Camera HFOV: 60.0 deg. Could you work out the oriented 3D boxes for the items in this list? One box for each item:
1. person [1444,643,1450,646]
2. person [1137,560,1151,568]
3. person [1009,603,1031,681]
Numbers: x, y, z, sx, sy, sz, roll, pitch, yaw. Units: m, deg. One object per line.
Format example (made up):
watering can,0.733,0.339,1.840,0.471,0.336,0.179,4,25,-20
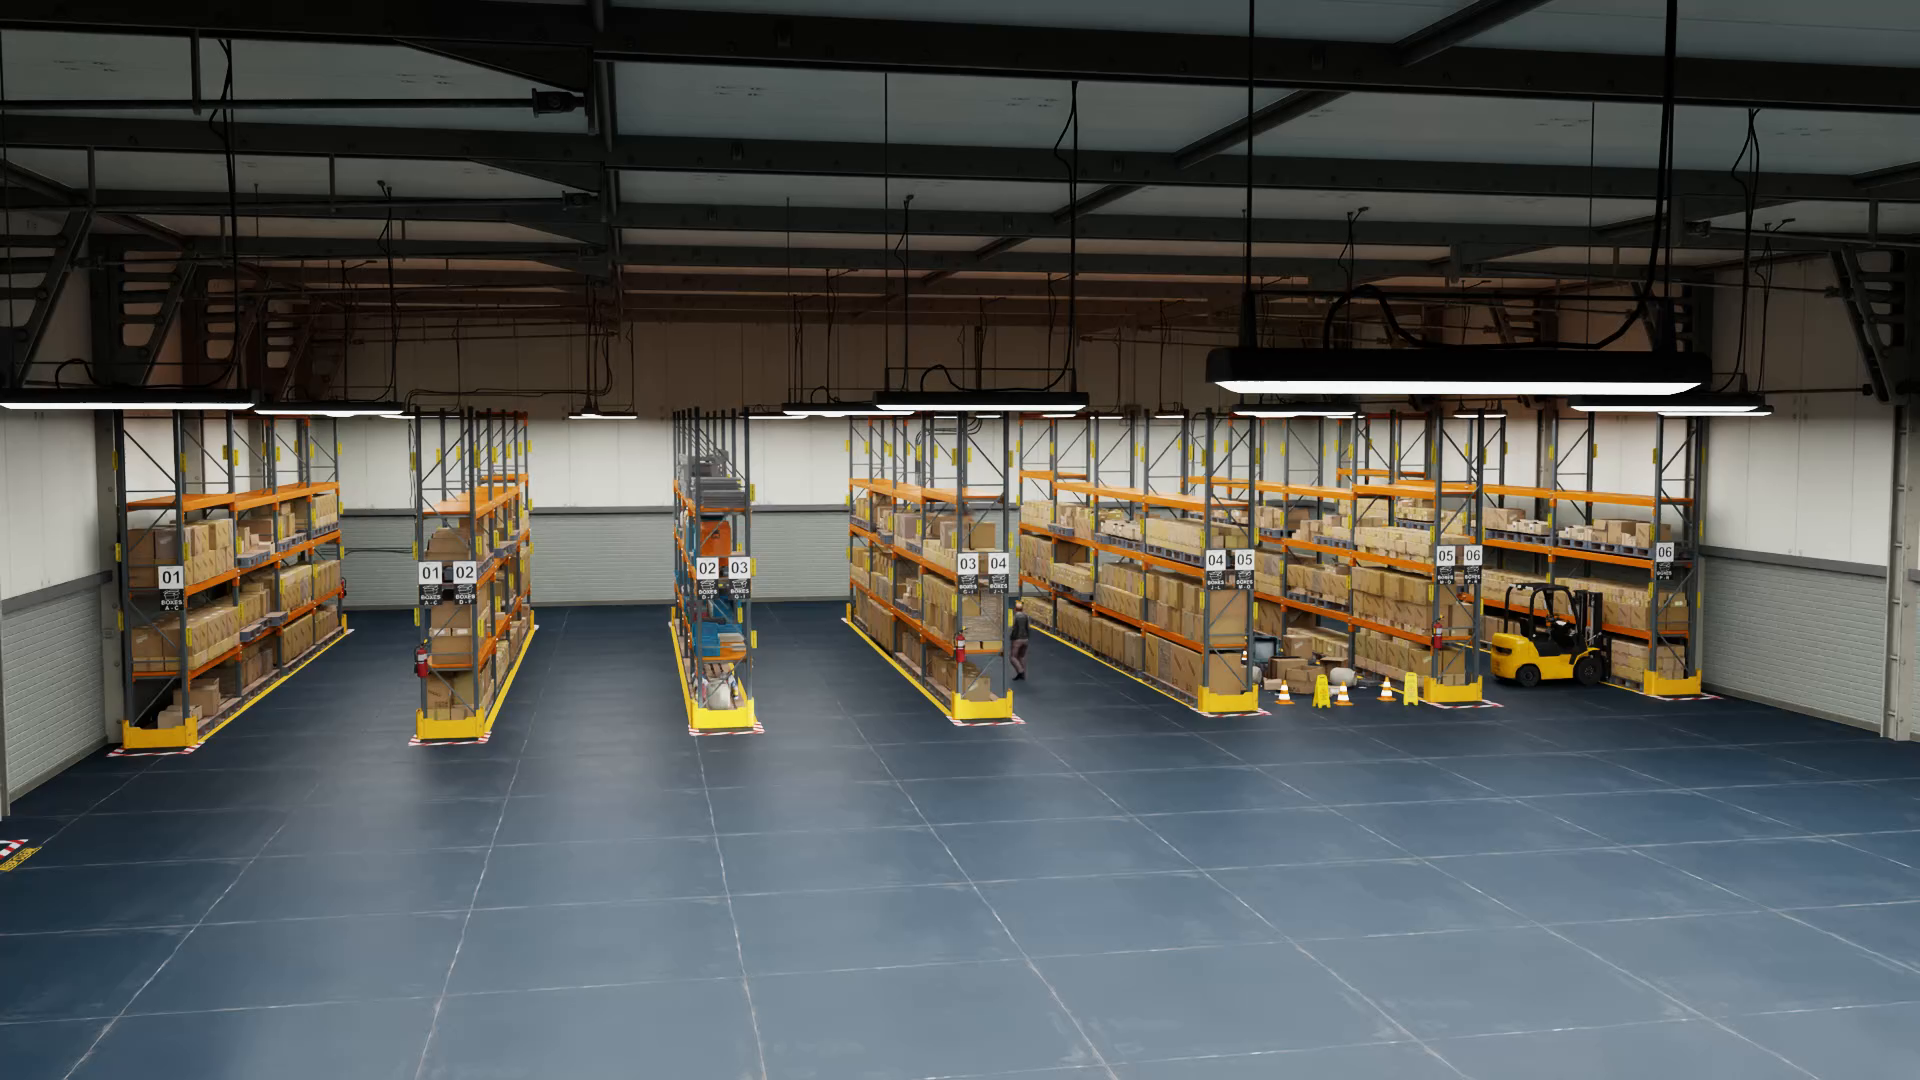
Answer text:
person,11.210,2.181,38.384,0.431,1.592,0.387,-2,5,-26
person,5.966,0.995,53.879,0.579,1.754,0.579,-2,5,-31
person,1.352,2.258,36.916,0.600,1.699,0.590,-3,5,-34
